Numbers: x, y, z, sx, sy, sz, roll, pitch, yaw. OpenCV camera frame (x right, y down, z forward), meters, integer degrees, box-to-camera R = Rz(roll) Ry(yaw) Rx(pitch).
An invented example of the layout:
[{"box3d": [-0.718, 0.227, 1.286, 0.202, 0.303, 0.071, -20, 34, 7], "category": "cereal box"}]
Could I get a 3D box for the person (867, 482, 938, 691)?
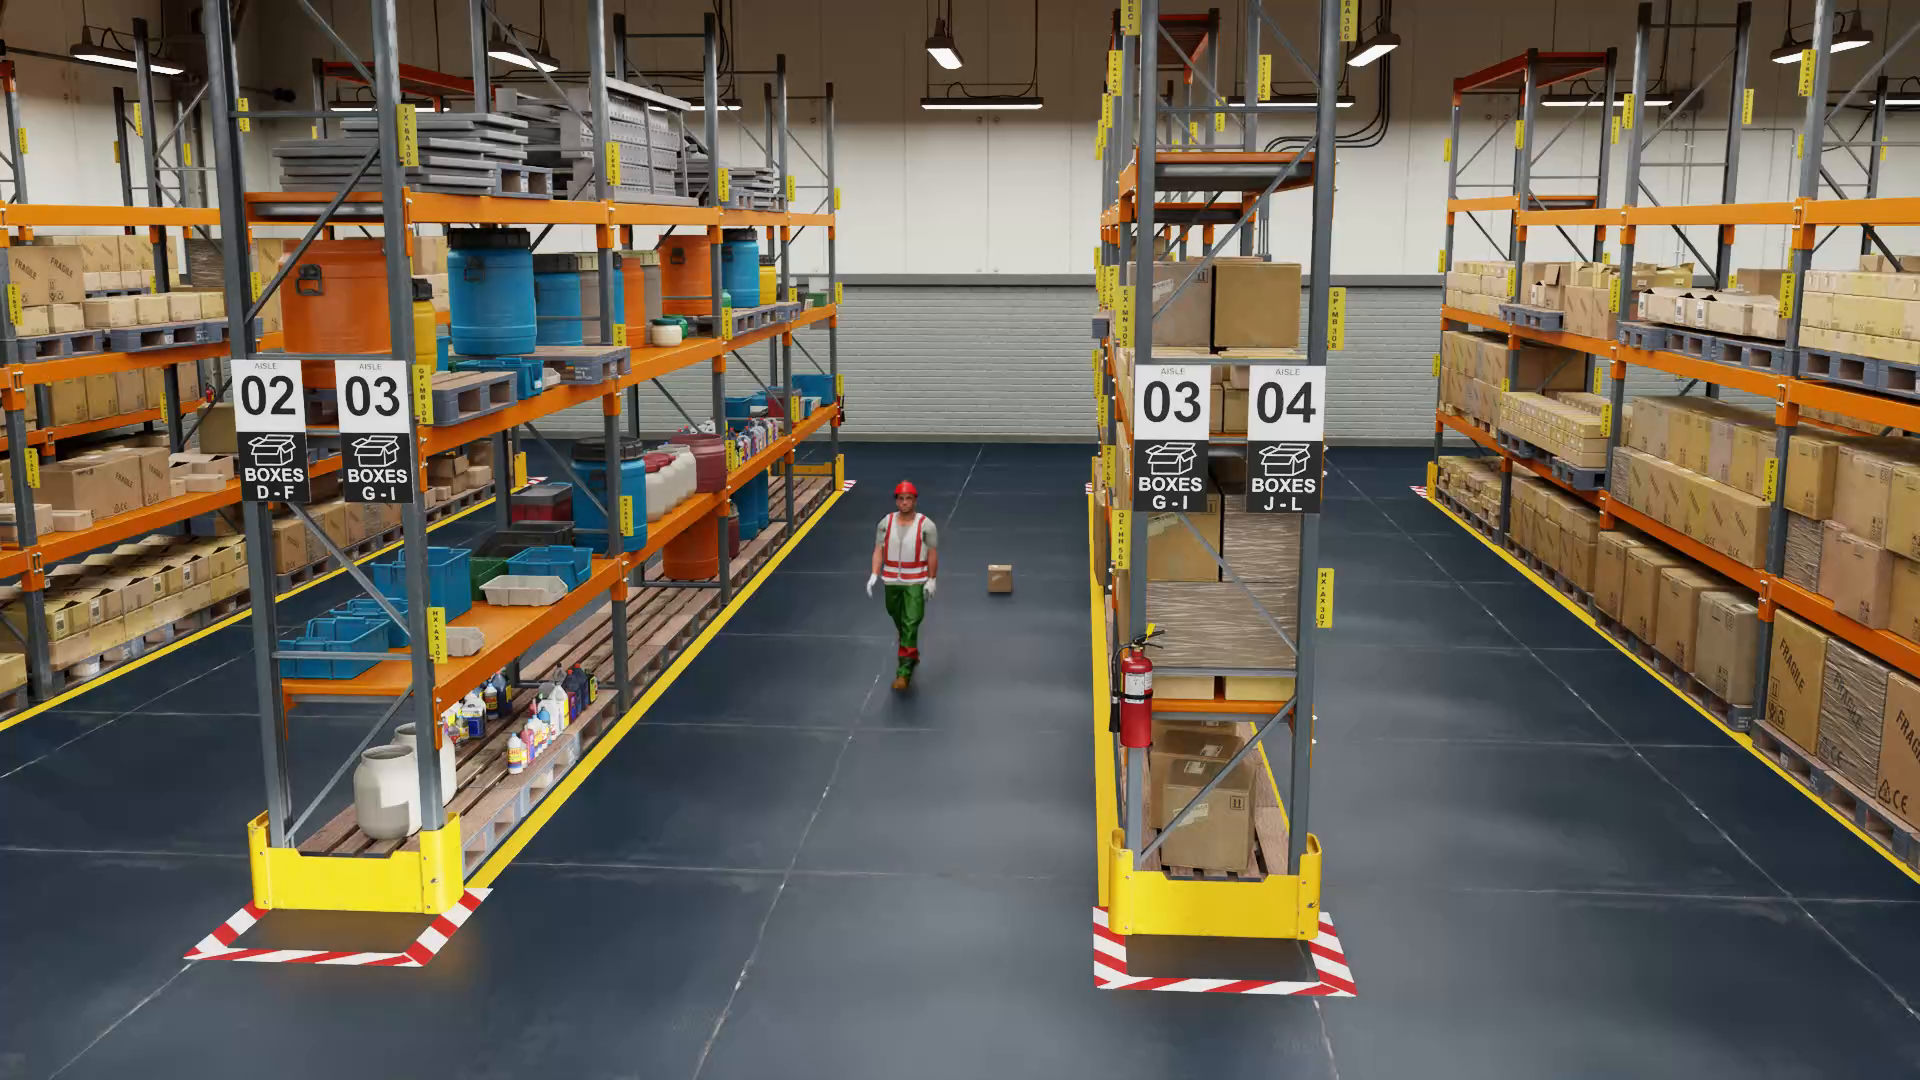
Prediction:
[{"box3d": [-0.508, 0.370, 14.358, 0.536, 1.736, 1.034, 3, 11, 17], "category": "person"}]
